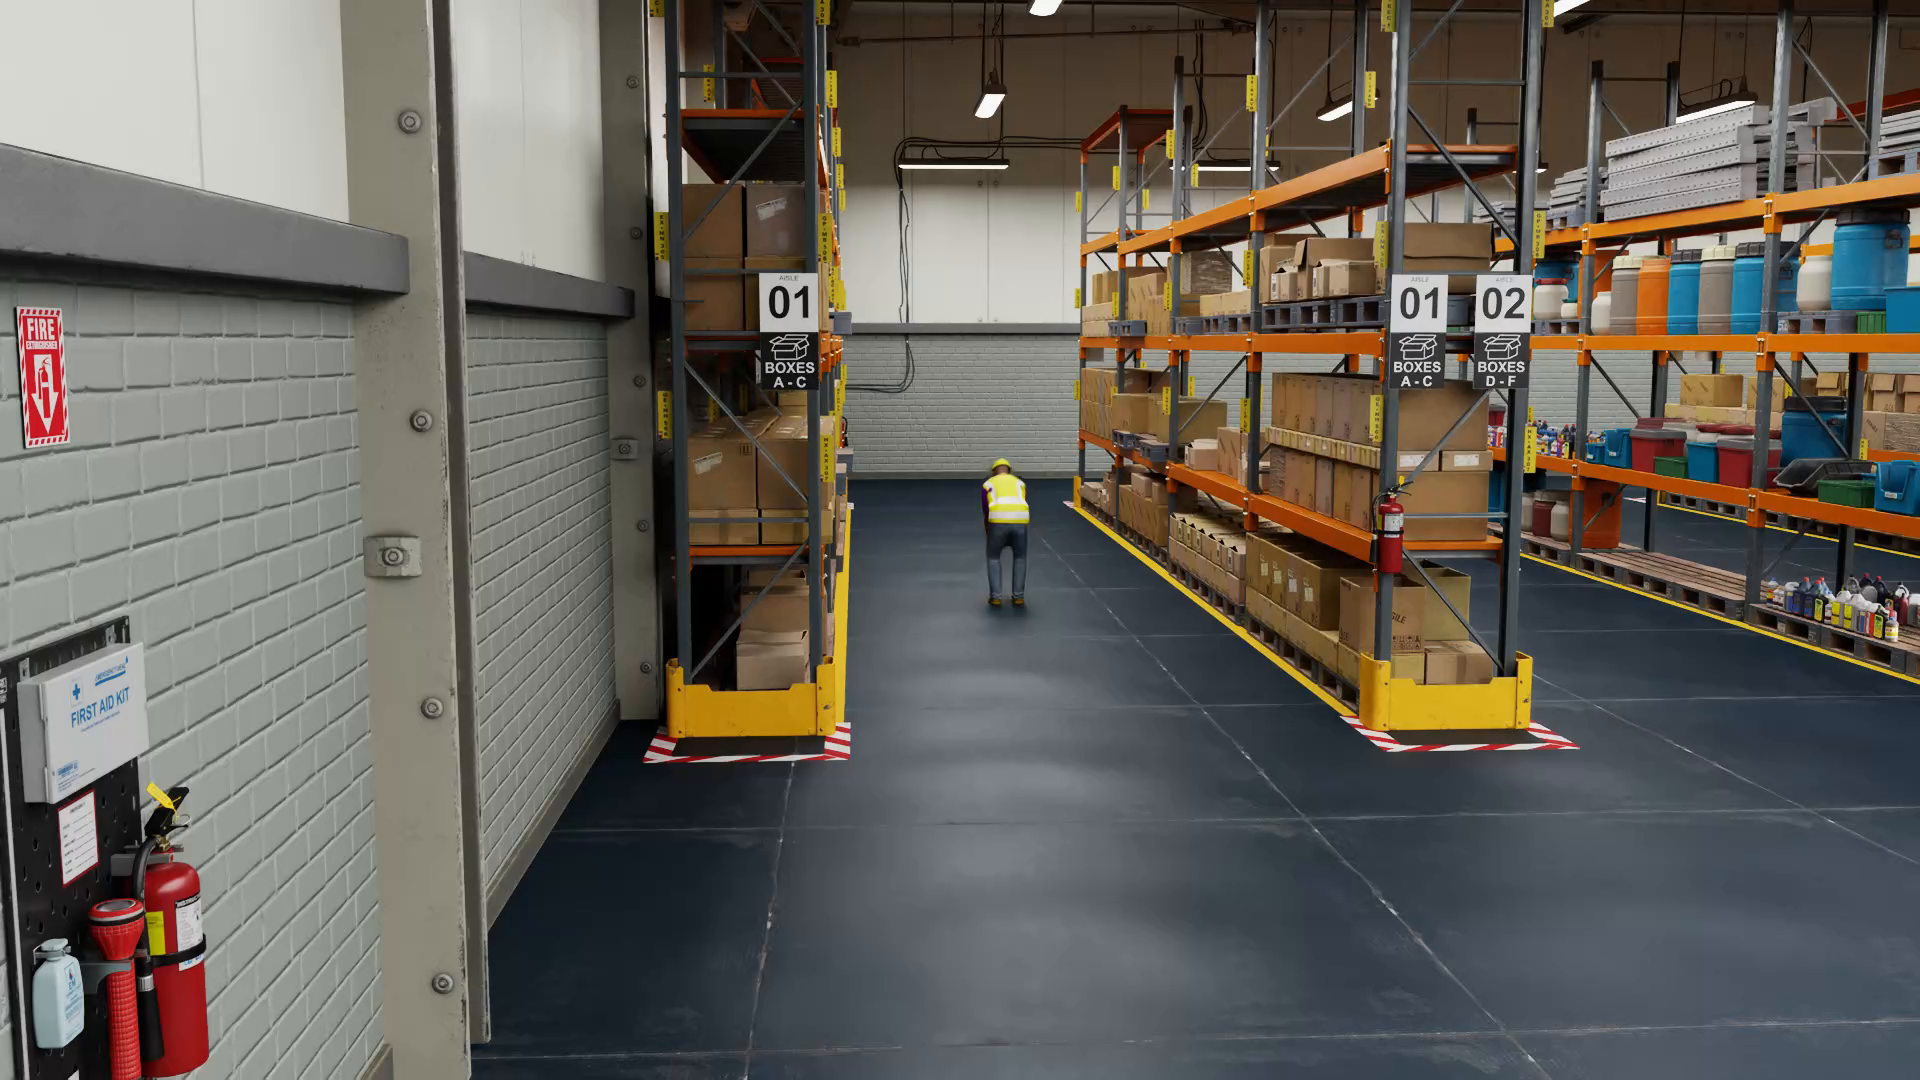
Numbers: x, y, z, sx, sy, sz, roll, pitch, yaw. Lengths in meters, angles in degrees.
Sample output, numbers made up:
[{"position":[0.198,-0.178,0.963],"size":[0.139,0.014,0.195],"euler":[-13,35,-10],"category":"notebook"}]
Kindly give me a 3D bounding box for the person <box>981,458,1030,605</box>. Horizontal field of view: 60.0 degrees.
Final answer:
[{"position":[0.472,-0.098,17.583],"size":[0.488,1.497,0.832],"euler":[-1,7,-5],"category":"person"}]
